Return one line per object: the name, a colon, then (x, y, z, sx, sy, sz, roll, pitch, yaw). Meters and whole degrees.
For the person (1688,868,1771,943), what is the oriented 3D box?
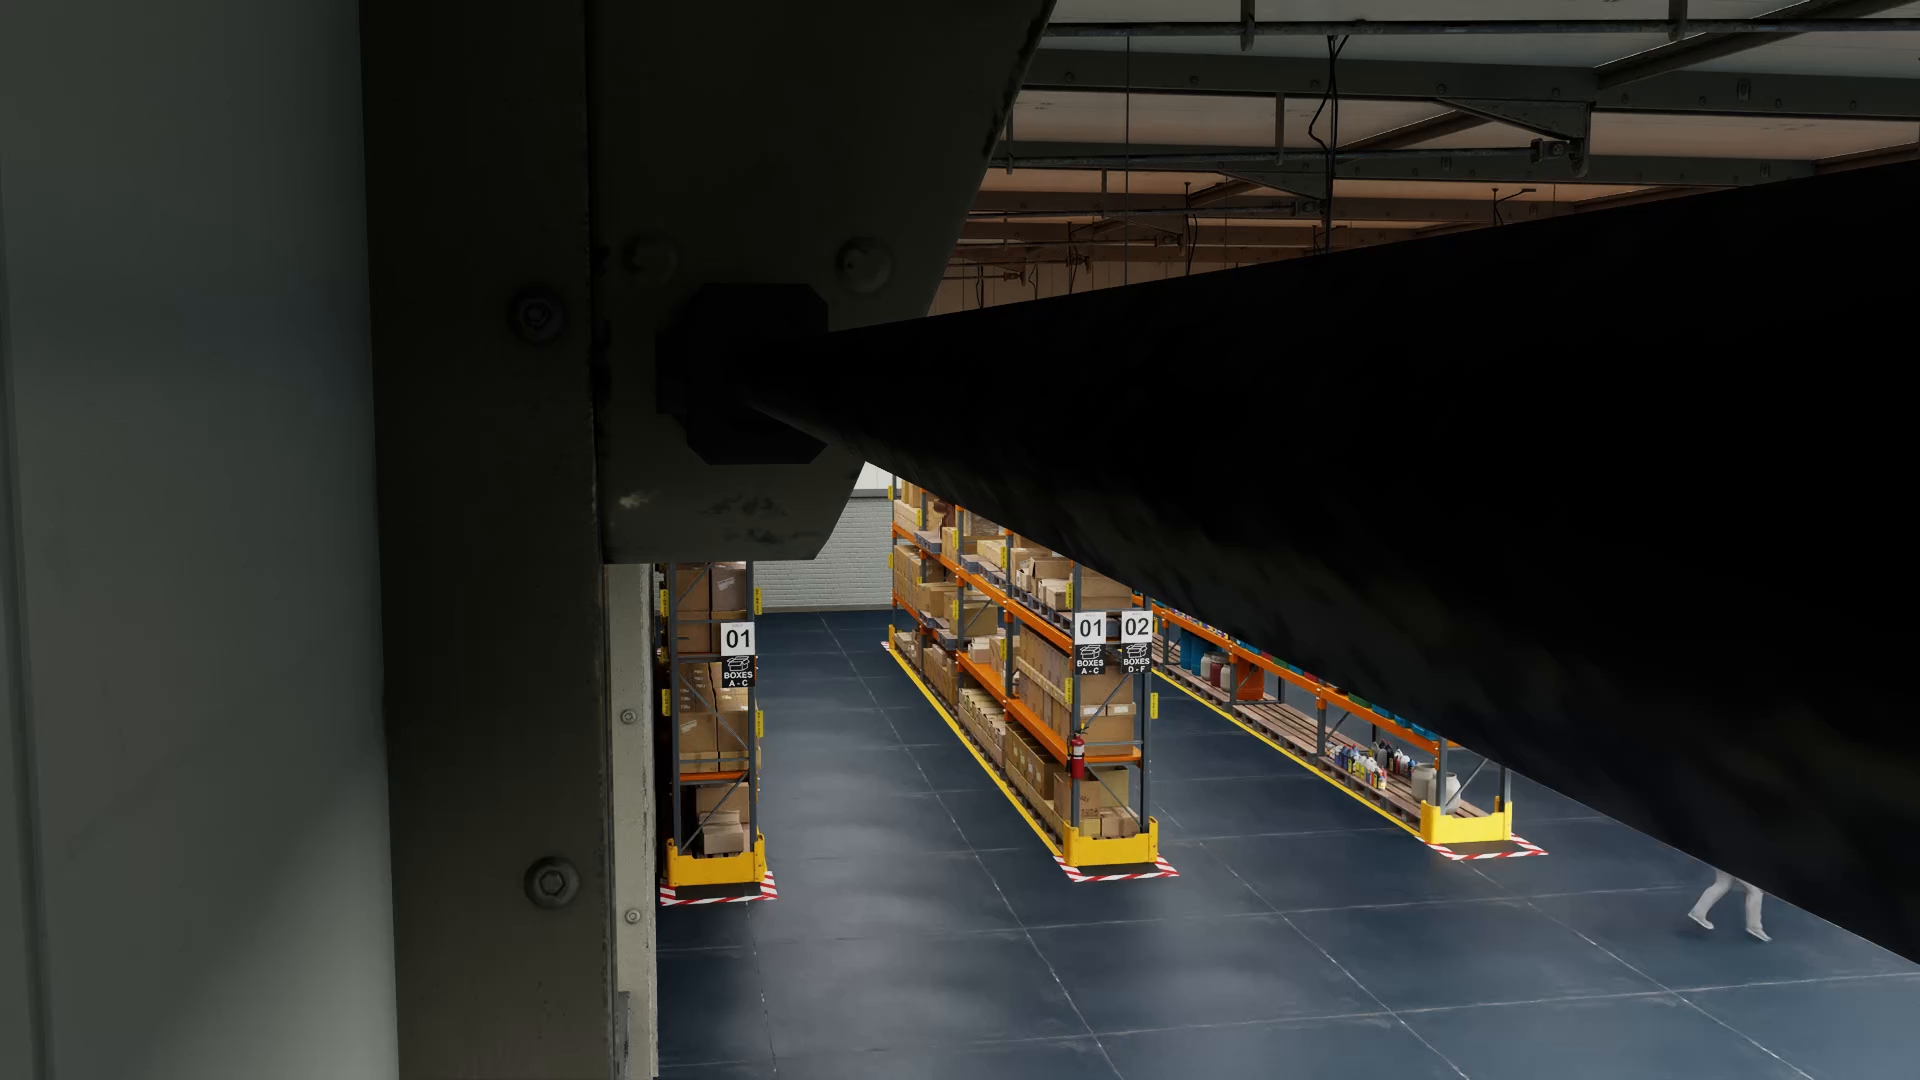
person: (8.491, 3.519, 18.207, 0.834, 1.733, 0.547, 1, 6, 12)
